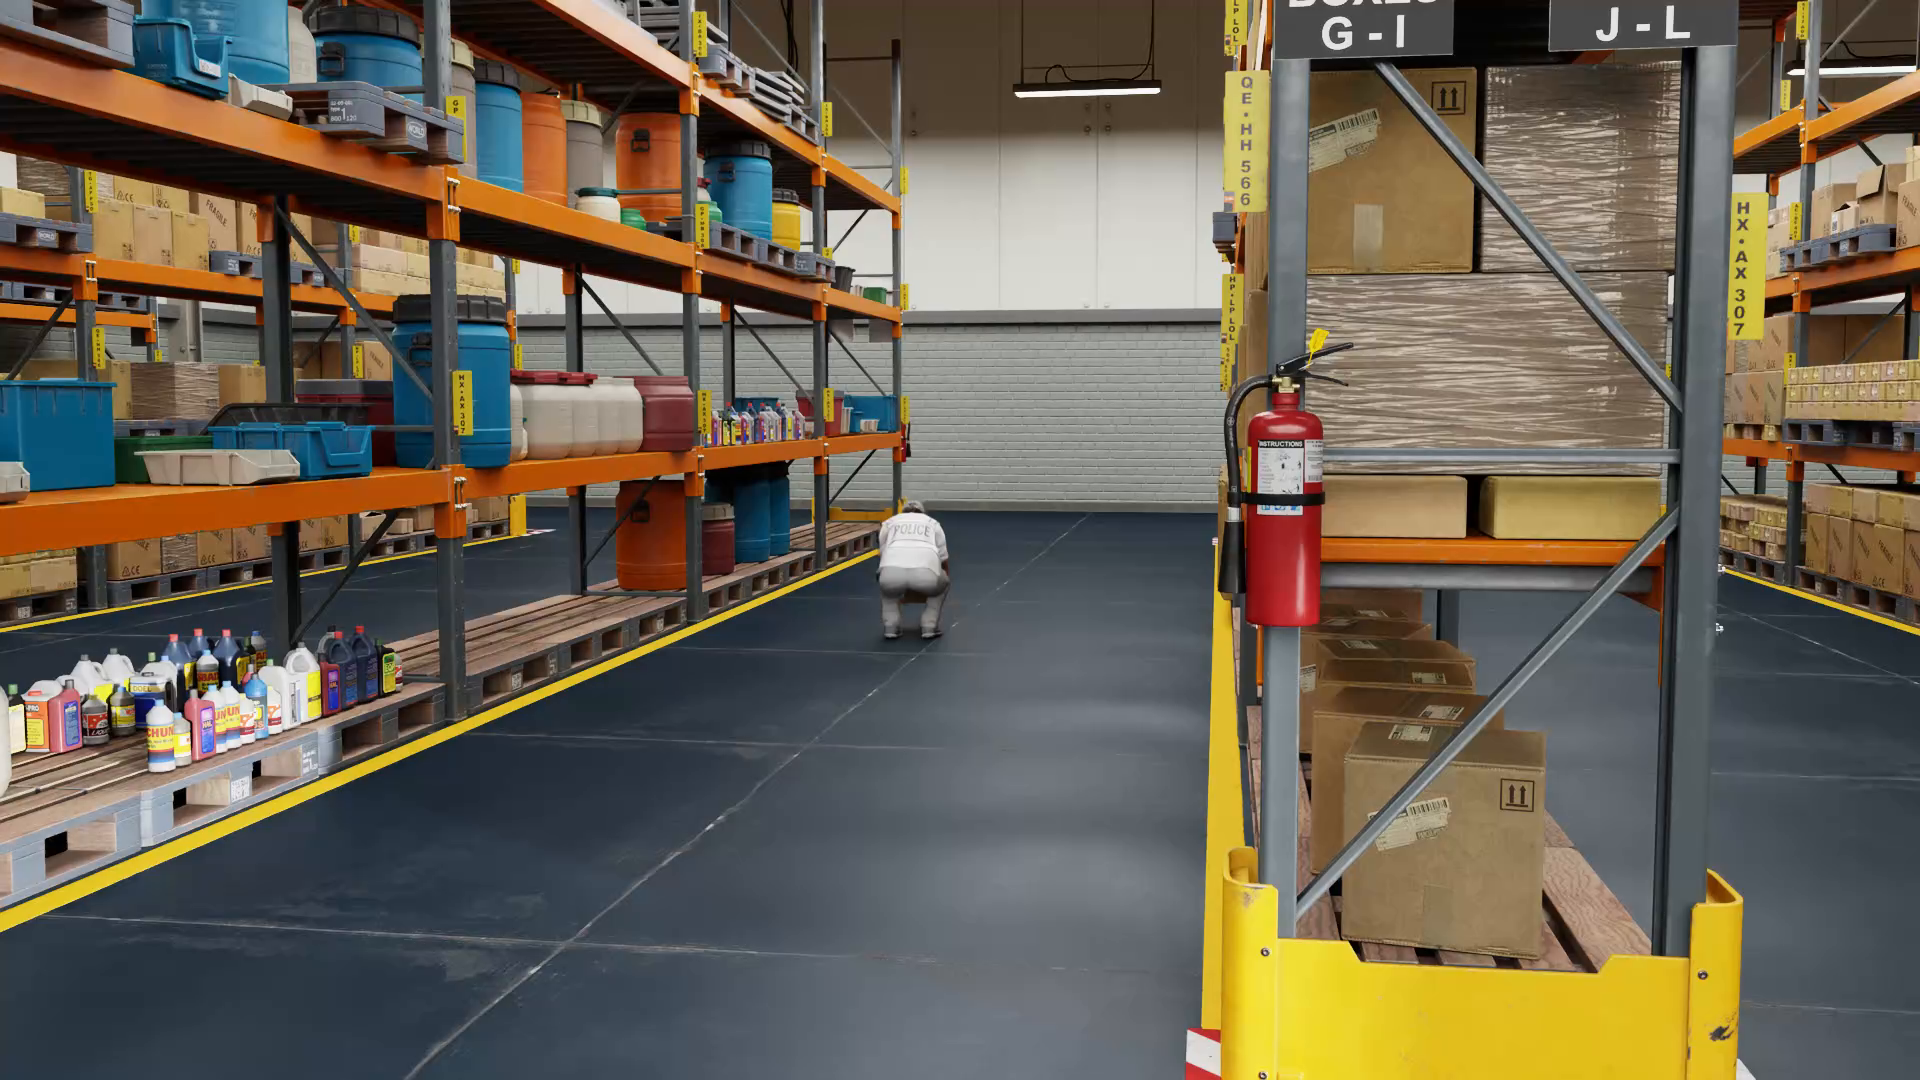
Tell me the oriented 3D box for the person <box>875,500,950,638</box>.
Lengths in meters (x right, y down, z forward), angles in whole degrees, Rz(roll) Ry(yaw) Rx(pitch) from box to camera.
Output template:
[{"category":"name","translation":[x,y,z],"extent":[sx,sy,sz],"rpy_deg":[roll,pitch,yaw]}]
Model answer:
[{"category":"person","translation":[-0.341,0.210,11.802],"extent":[0.516,0.949,0.855],"rpy_deg":[1,5,8]}]
